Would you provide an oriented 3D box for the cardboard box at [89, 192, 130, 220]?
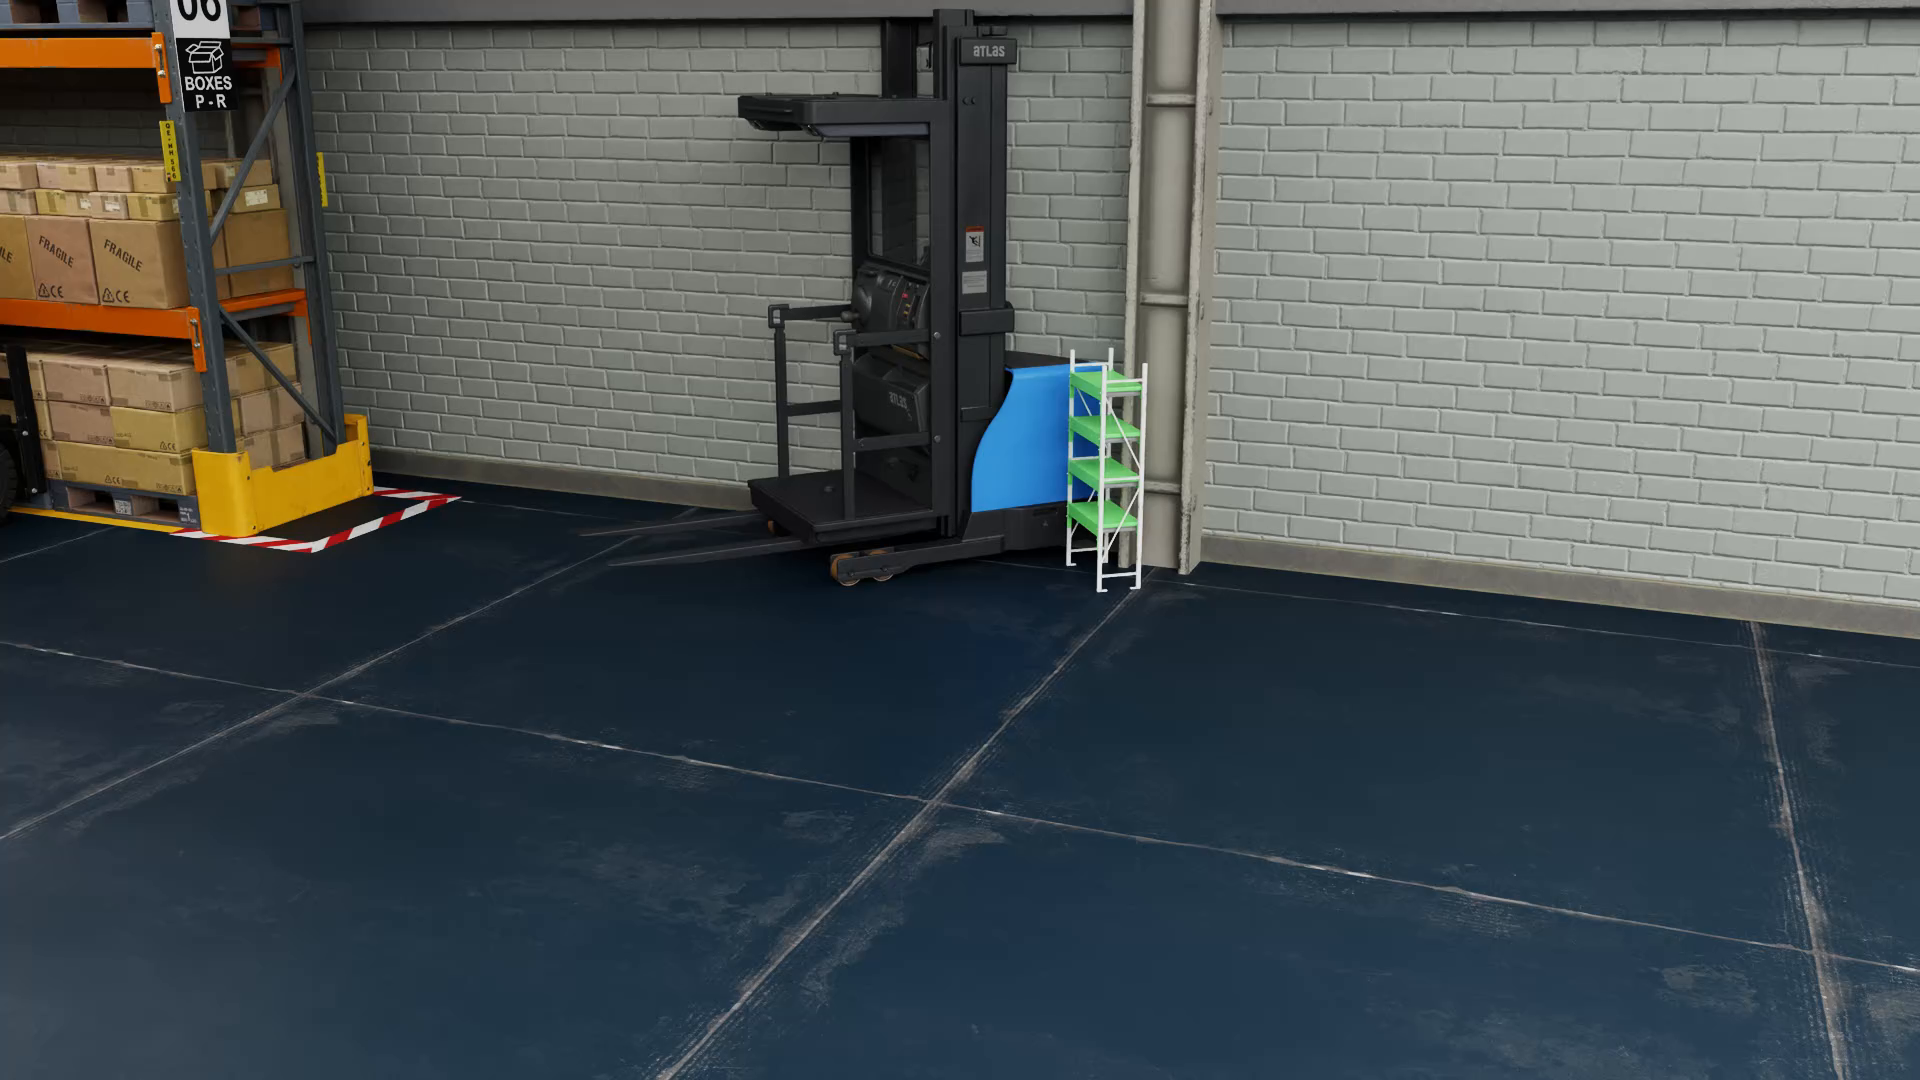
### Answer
[{"bbox_3d":[-4.830,-1.962,9.708,0.250,0.149,0.380,7,17,22],"label":"cardboard box"}]

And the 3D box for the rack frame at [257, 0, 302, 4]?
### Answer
[{"bbox_3d":[-4.156,-4.502,9.041,0.127,3.000,1.000,6,17,21],"label":"rack frame"}]

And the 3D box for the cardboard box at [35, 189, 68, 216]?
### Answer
[{"bbox_3d":[-5.275,-2.033,9.952,0.250,0.149,0.380,6,17,20],"label":"cardboard box"}]

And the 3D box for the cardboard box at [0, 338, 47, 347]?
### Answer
[{"bbox_3d":[-6.118,-1.102,10.475,0.500,0.250,0.500,6,17,20],"label":"cardboard box"}]

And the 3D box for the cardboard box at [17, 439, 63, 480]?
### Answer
[{"bbox_3d":[-5.630,-0.575,10.454,0.500,0.250,0.500,6,17,21],"label":"cardboard box"}]

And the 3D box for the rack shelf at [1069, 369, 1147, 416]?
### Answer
[{"bbox_3d":[0.770,-0.778,8.709,0.258,0.148,0.480,-4,17,-15],"label":"rack shelf"}]

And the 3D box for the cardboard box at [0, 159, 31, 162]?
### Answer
[{"bbox_3d":[-5.791,-2.210,10.030,0.250,0.149,0.380,7,17,22],"label":"cardboard box"}]

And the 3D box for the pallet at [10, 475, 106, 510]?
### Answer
[{"bbox_3d":[-6.014,-0.475,10.930,1.213,0.211,1.003,6,17,21],"label":"pallet"}]

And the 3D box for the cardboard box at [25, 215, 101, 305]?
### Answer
[{"bbox_3d":[-5.189,-1.707,9.993,0.500,0.500,0.500,7,18,22],"label":"cardboard box"}]

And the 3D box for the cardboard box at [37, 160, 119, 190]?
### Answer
[{"bbox_3d":[-5.265,-2.187,9.951,0.250,0.149,0.380,6,17,21],"label":"cardboard box"}]

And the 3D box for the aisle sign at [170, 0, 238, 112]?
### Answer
[{"bbox_3d":[-4.203,-2.787,9.230,0.004,0.787,0.394,6,17,21],"label":"aisle sign"}]

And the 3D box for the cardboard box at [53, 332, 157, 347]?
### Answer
[{"bbox_3d":[-5.461,-1.185,10.760,0.500,0.250,0.500,6,17,20],"label":"cardboard box"}]

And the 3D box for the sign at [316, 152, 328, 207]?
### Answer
[{"bbox_3d":[-3.947,-2.218,10.239,0.005,0.325,0.100,6,17,21],"label":"sign"}]

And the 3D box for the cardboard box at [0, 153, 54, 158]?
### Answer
[{"bbox_3d":[-6.066,-2.405,10.701,0.250,0.149,0.380,7,18,22],"label":"cardboard box"}]

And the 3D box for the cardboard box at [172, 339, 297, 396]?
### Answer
[{"bbox_3d":[-4.534,-1.081,10.401,0.500,0.250,0.500,6,17,20],"label":"cardboard box"}]

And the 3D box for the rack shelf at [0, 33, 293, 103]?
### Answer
[{"bbox_3d":[-6.016,-2.921,10.264,4.000,0.370,1.077,6,17,21],"label":"rack shelf"}]

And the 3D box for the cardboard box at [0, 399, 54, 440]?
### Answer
[{"bbox_3d":[-5.674,-0.813,10.374,0.500,0.250,0.500,6,17,19],"label":"cardboard box"}]

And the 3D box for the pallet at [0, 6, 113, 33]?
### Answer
[{"bbox_3d":[-5.943,-3.223,10.172,1.213,0.211,1.003,6,17,21],"label":"pallet"}]

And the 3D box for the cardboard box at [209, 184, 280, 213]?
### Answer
[{"bbox_3d":[-4.376,-2.083,10.124,0.250,0.149,0.380,6,17,19],"label":"cardboard box"}]

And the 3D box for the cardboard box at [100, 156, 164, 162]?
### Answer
[{"bbox_3d":[-5.097,-2.301,10.344,0.250,0.149,0.380,6,17,21],"label":"cardboard box"}]

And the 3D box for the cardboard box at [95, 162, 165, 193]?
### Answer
[{"bbox_3d":[-4.807,-2.123,9.729,0.250,0.149,0.380,6,17,21],"label":"cardboard box"}]

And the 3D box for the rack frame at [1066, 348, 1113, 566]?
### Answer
[{"bbox_3d":[0.704,-0.444,9.051,0.240,1.200,0.015,-4,17,-15],"label":"rack frame"}]

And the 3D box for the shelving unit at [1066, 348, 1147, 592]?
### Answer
[{"bbox_3d":[0.770,-0.379,8.826,0.258,1.200,0.503,-4,17,-15],"label":"shelving unit"}]

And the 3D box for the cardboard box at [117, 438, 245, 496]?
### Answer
[{"bbox_3d":[-4.709,-0.468,10.086,0.500,0.250,0.500,6,17,21],"label":"cardboard box"}]

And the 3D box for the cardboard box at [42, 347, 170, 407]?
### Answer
[{"bbox_3d":[-5.176,-0.999,10.121,0.500,0.250,0.500,7,17,22],"label":"cardboard box"}]

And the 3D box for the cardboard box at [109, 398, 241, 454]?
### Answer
[{"bbox_3d":[-4.723,-0.711,10.025,0.500,0.250,0.500,6,17,20],"label":"cardboard box"}]

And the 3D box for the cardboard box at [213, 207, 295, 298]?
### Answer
[{"bbox_3d":[-4.515,-1.792,10.286,0.500,0.500,0.500,7,18,22],"label":"cardboard box"}]

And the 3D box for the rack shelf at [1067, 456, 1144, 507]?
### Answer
[{"bbox_3d":[0.770,-0.317,8.843,0.258,0.148,0.480,-4,17,-15],"label":"rack shelf"}]

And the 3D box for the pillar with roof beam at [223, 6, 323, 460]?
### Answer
[{"bbox_3d":[-6.053,-3.691,6.246,0.400,9.000,9.100,6,17,21],"label":"pillar with roof beam"}]

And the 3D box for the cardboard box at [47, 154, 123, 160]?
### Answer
[{"bbox_3d":[-5.559,-2.374,10.595,0.250,0.149,0.380,6,17,19],"label":"cardboard box"}]

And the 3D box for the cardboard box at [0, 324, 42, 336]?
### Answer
[{"bbox_3d":[-6.406,-1.288,11.116,0.500,0.250,0.500,6,17,21],"label":"cardboard box"}]

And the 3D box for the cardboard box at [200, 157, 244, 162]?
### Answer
[{"bbox_3d":[-4.614,-2.257,10.190,0.250,0.149,0.380,7,18,23],"label":"cardboard box"}]

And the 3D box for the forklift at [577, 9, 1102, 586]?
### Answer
[{"bbox_3d":[-0.565,-1.331,9.002,3.031,2.935,1.130,-8,18,-25],"label":"forklift"}]
